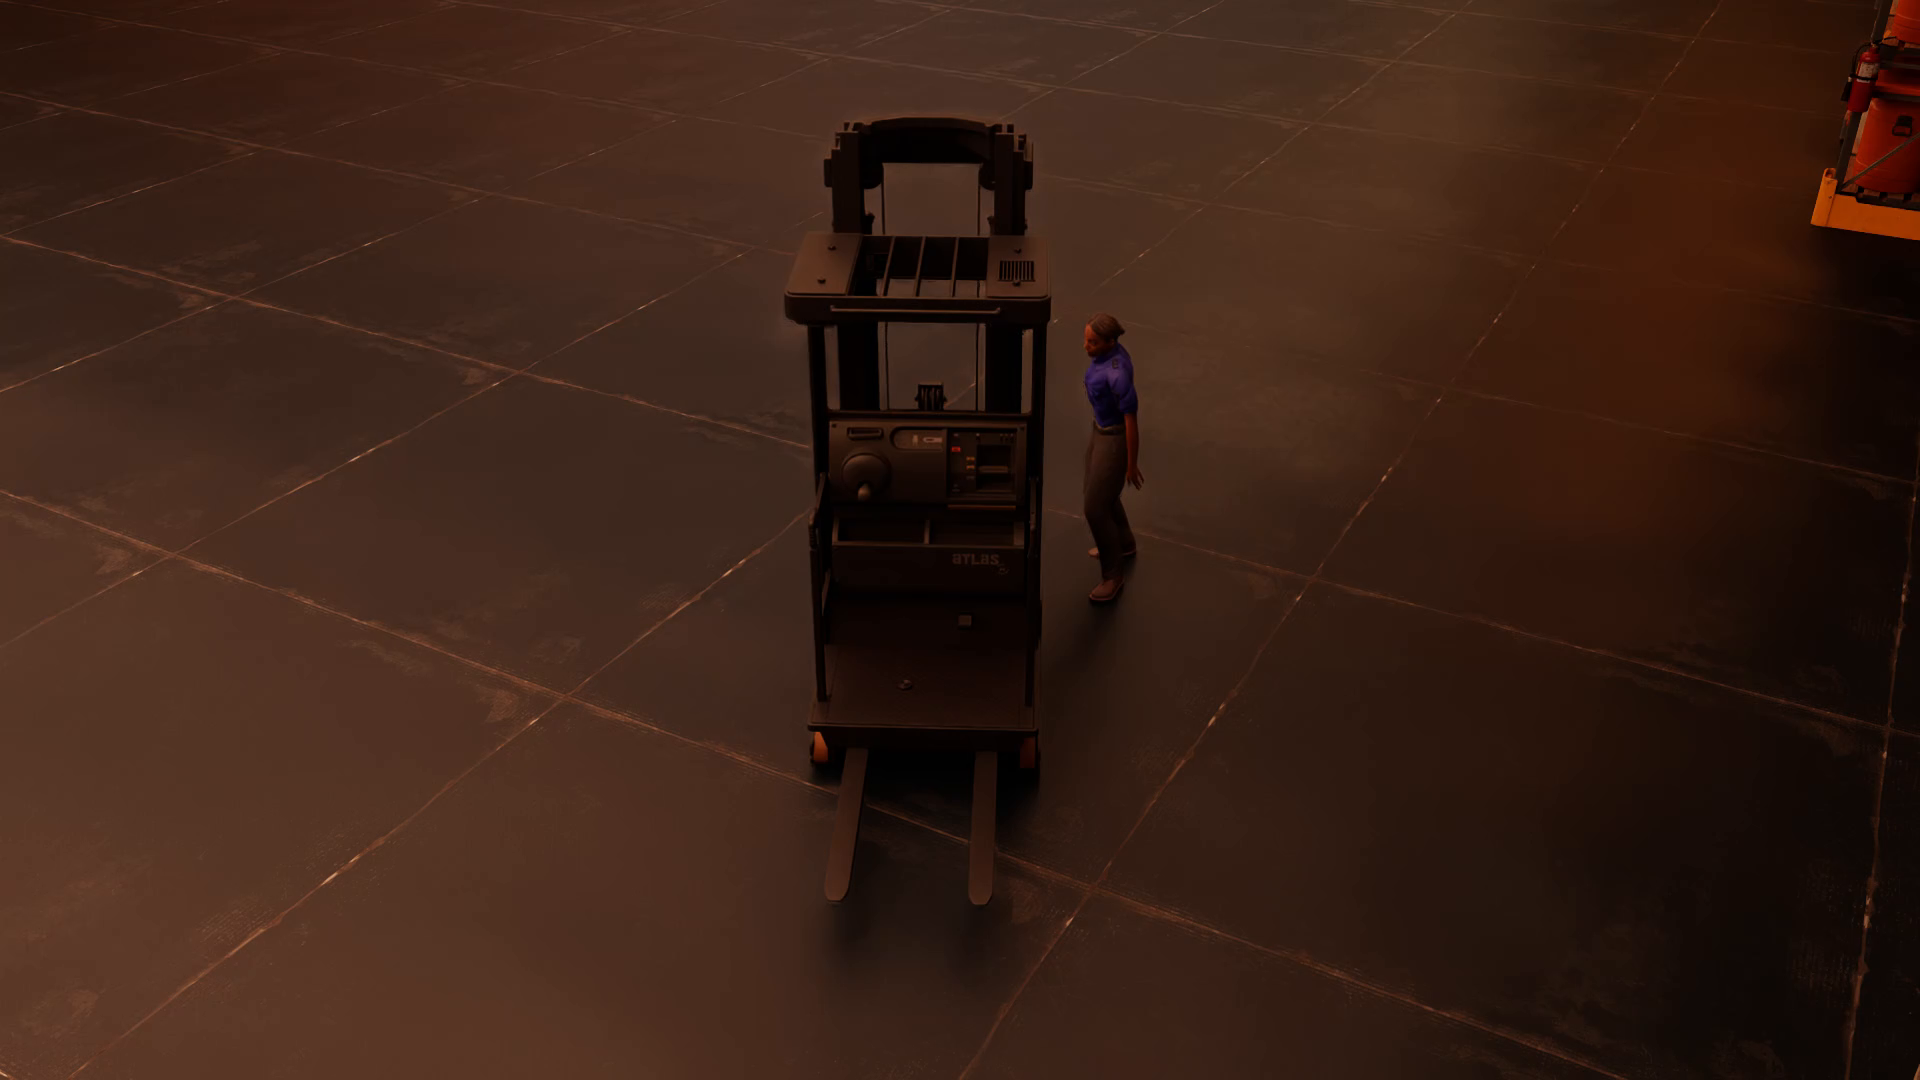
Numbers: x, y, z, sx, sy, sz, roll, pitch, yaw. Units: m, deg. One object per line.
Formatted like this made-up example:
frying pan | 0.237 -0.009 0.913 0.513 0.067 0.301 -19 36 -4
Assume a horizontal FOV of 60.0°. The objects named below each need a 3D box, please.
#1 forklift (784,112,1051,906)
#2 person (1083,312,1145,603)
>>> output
forklift | -0.158 -0.320 7.625 1.130 2.935 3.031 1 30 2
person | 0.860 -0.529 9.325 0.396 1.628 0.804 -2 30 -4
